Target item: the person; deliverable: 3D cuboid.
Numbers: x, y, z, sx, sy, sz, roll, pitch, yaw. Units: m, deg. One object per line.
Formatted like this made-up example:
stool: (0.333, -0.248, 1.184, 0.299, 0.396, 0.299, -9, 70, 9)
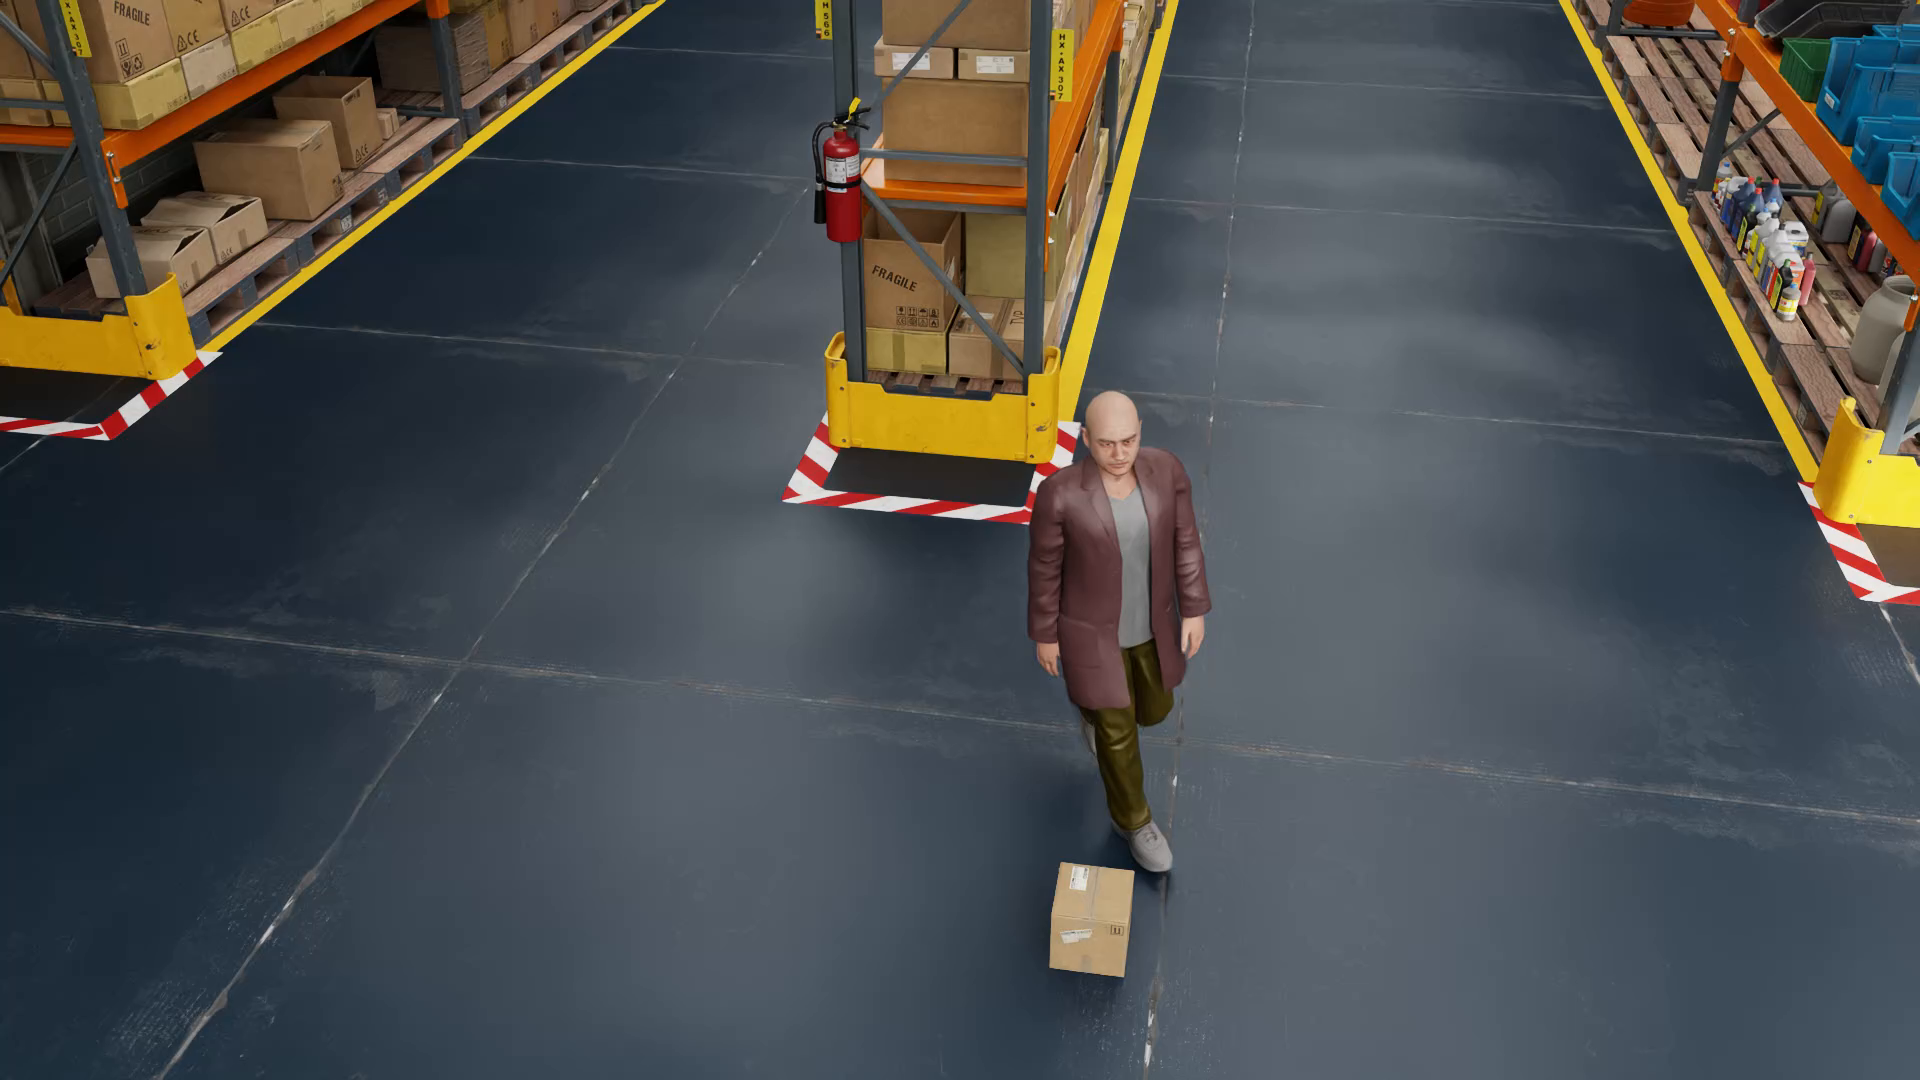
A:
person: (0.520, 0.257, 5.730, 0.615, 1.763, 0.853, -12, 34, -19)
